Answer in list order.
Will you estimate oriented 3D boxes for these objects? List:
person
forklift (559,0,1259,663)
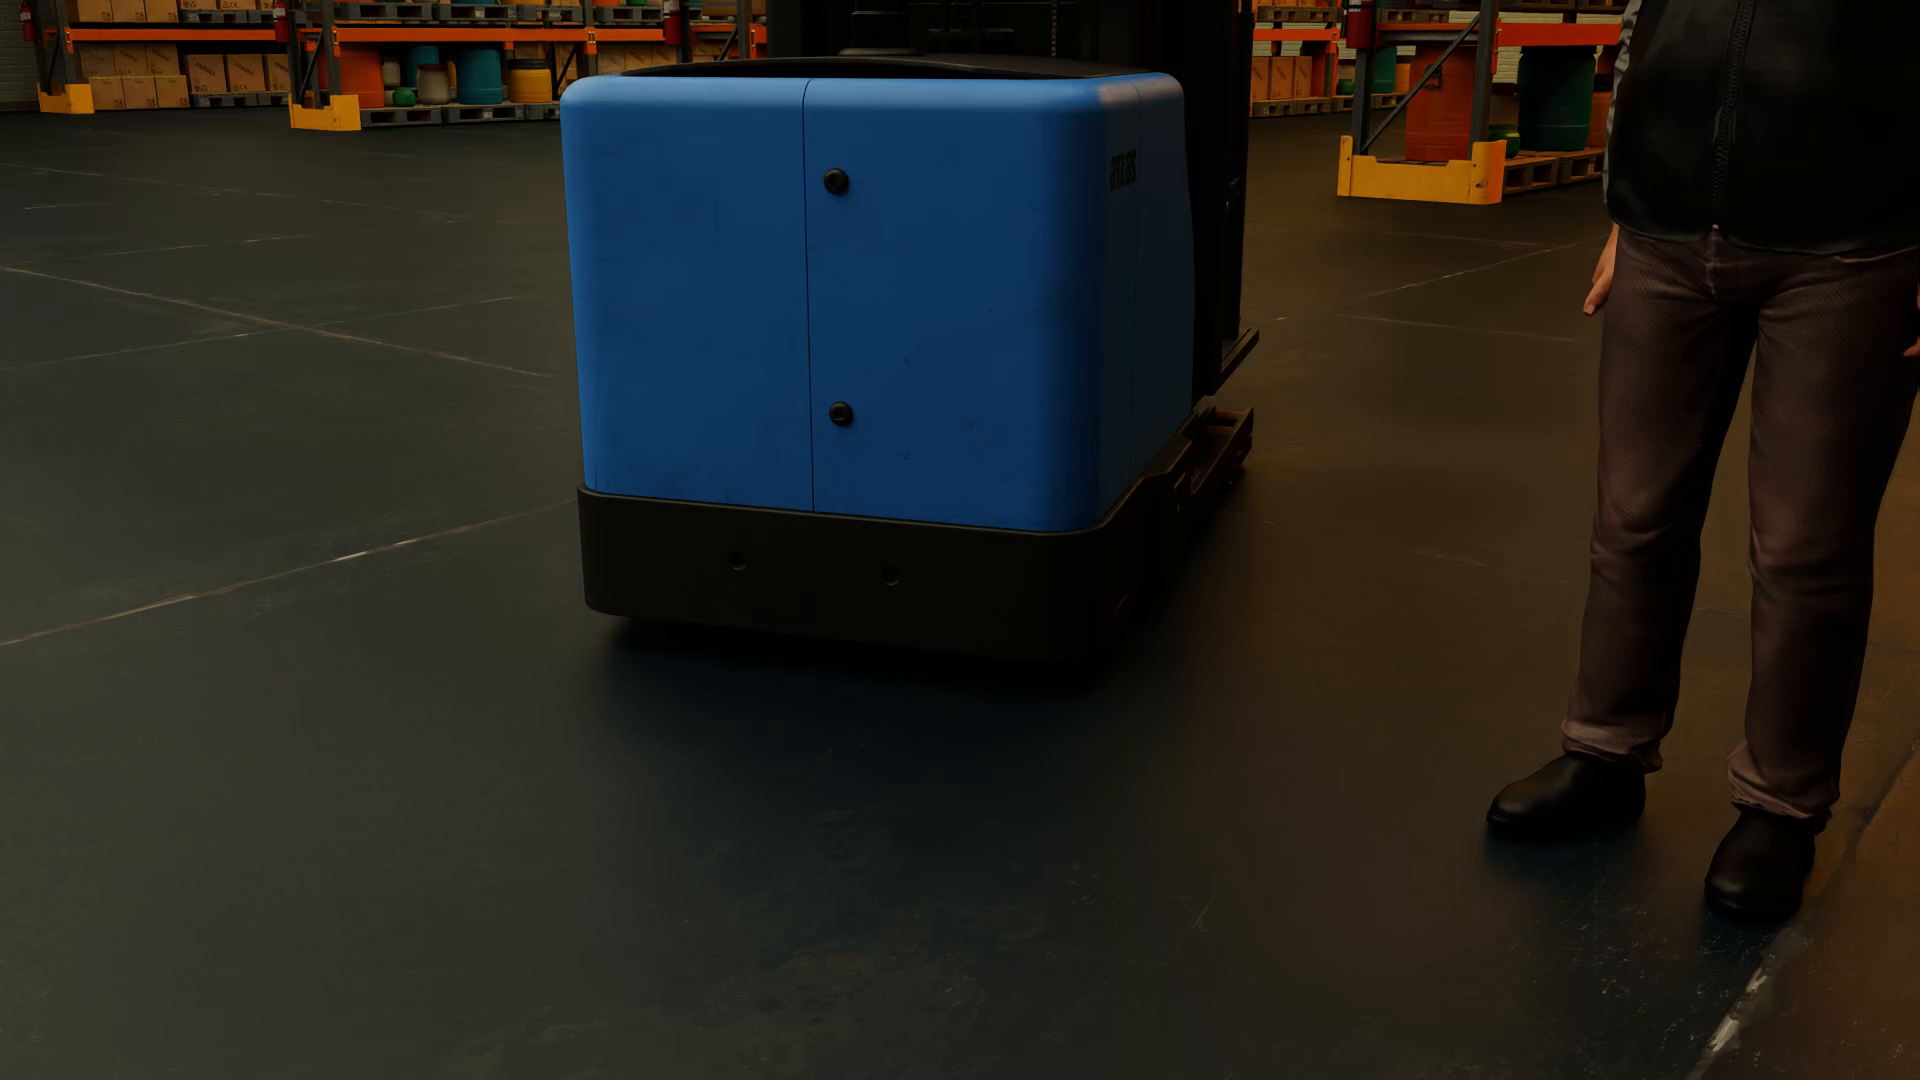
[{"bbox_3d":[1.075,-0.370,2.198,0.369,1.724,0.525,-15,22,-41],"label":"person"},{"bbox_3d":[0.182,-1.571,4.072,1.130,2.935,3.031,5,18,17],"label":"forklift"}]
